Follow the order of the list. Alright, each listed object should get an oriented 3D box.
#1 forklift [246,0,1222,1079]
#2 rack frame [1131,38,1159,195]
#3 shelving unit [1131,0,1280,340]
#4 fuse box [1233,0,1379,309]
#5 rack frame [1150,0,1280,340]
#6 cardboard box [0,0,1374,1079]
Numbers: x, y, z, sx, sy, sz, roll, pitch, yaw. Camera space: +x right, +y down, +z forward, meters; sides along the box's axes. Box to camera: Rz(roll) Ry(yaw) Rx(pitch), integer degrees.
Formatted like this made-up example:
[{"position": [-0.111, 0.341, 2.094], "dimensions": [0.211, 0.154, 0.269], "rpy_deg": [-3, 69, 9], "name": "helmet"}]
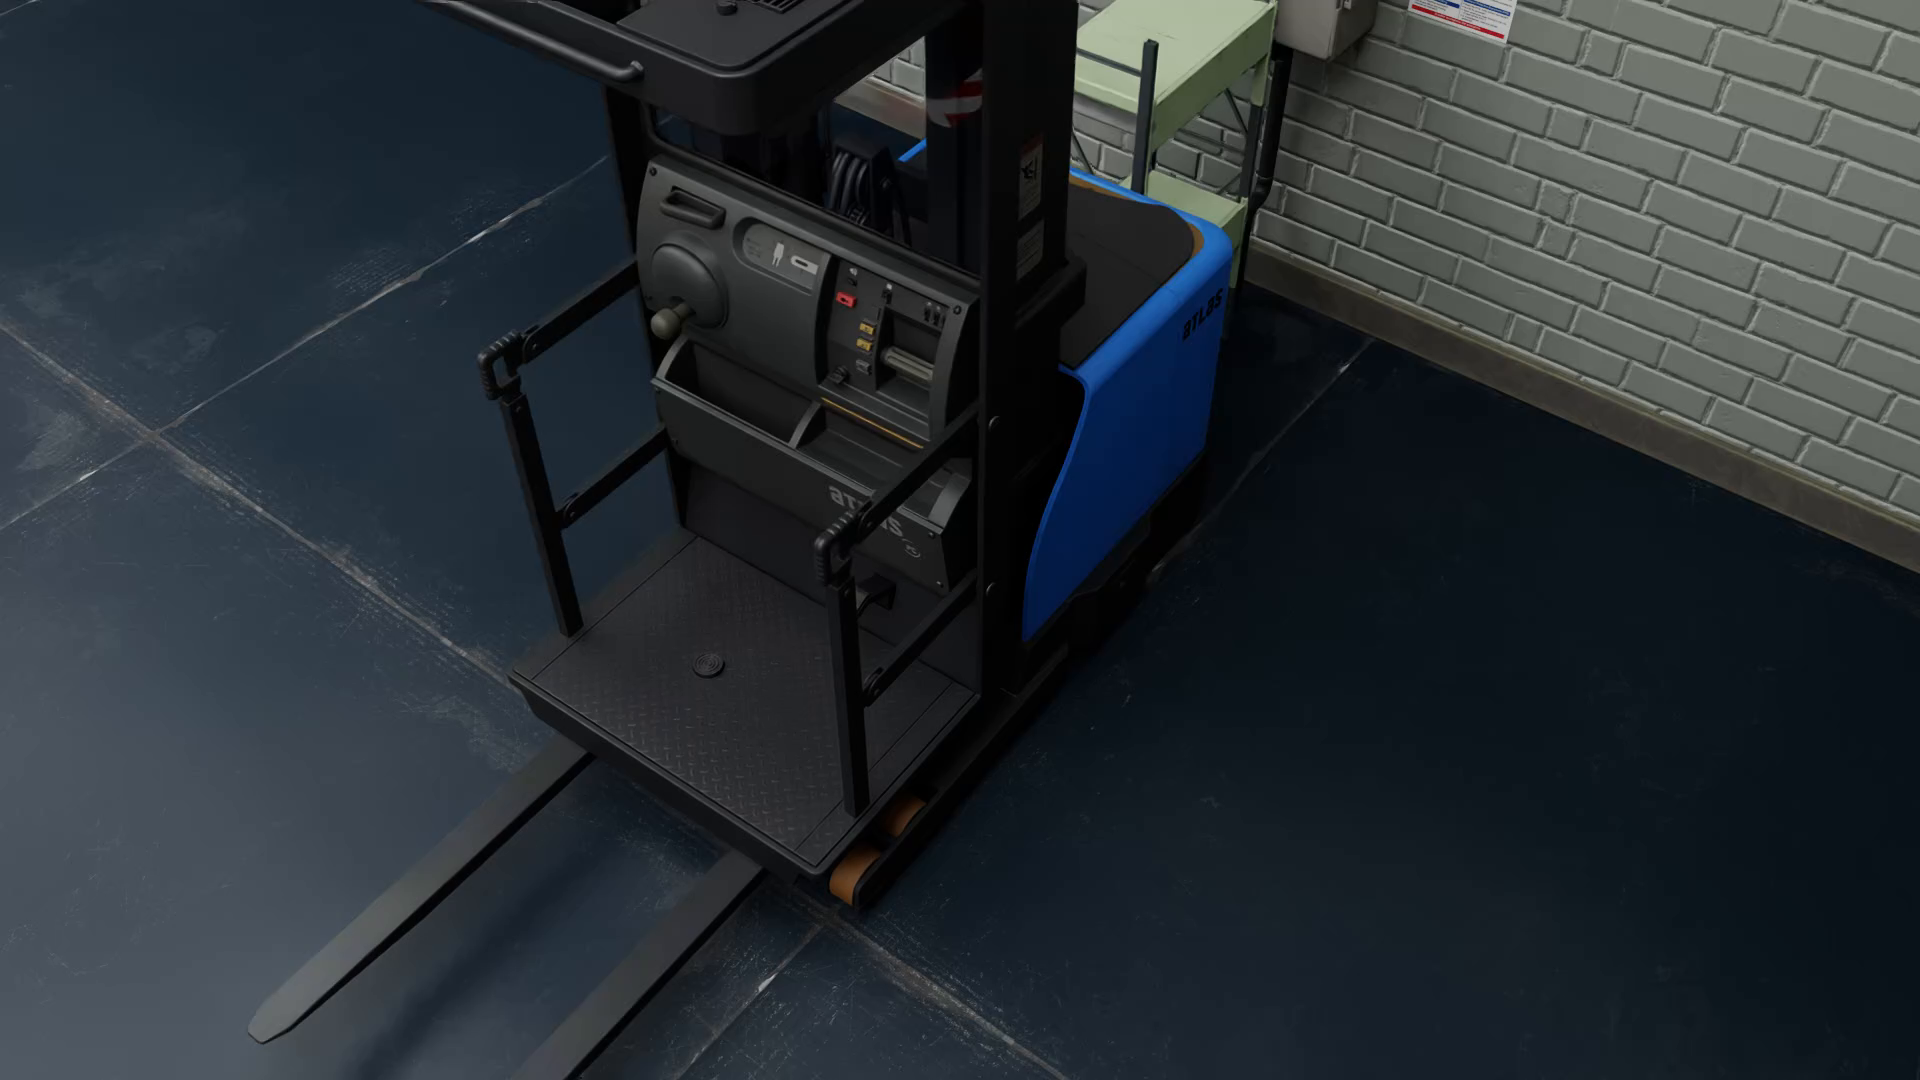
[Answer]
[{"position": [-0.534, -0.411, 3.677], "dimensions": [1.107, 2.843, 2.937], "rpy_deg": [28, 52, 24], "name": "forklift"}, {"position": [0.364, -0.892, 5.064], "dimensions": [0.400, 1.500, 0.023], "rpy_deg": [28, 52, 24], "name": "rack frame"}, {"position": [0.578, -1.106, 5.269], "dimensions": [0.400, 1.500, 0.755], "rpy_deg": [28, 52, 24], "name": "shelving unit"}, {"position": [0.998, -1.426, 5.429], "dimensions": [0.539, 1.711, 0.414], "rpy_deg": [29, 53, 25], "name": "fuse box"}, {"position": [0.793, -1.320, 5.474], "dimensions": [0.400, 1.500, 0.023], "rpy_deg": [28, 52, 24], "name": "rack frame"}, {"position": [-4.927, 1.261, 2.974], "dimensions": [6.103, 1.550, 13.522], "rpy_deg": [28, 53, 24], "name": "cardboard box"}]
